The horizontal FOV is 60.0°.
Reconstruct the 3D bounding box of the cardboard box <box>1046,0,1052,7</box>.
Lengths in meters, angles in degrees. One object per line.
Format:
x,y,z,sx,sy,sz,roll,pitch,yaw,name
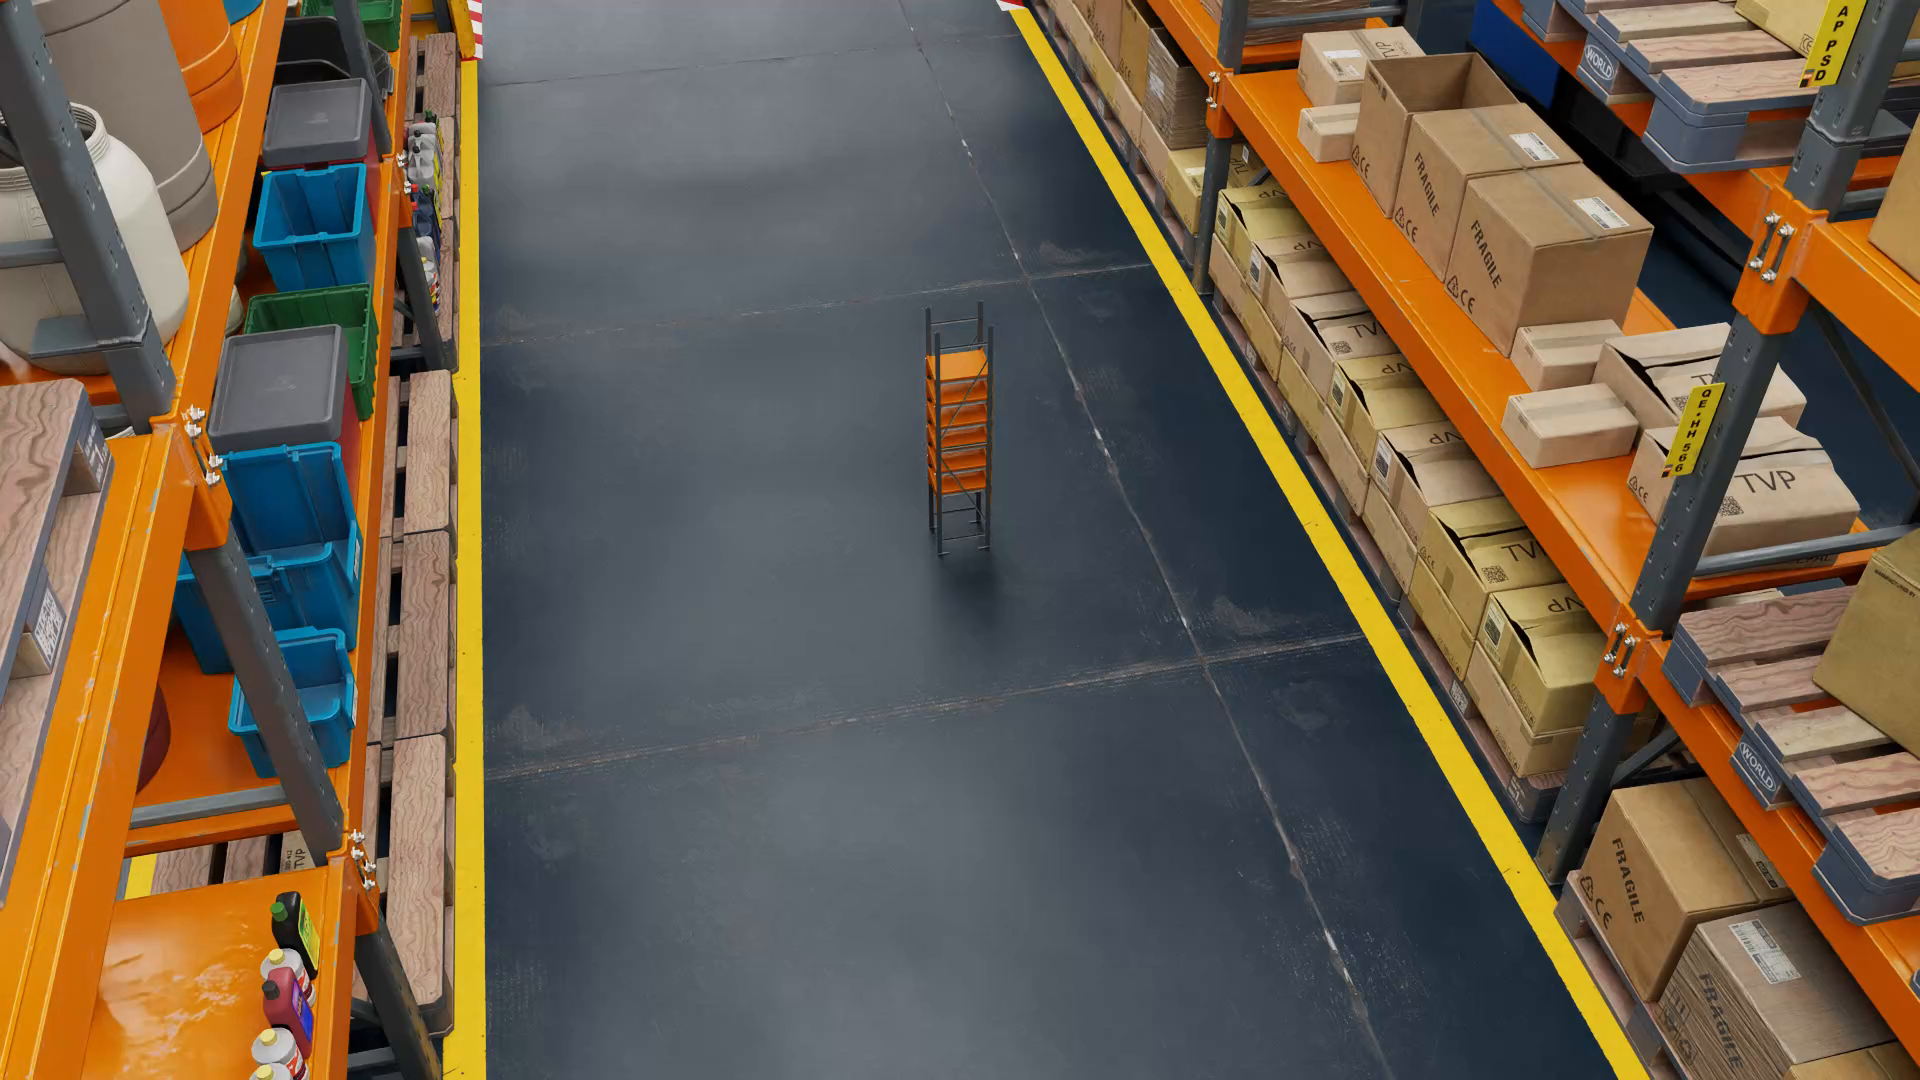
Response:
0.805,-3.894,11.414,0.500,0.250,0.500,-8,42,-9,cardboard box

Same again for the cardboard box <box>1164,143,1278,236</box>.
1.456,-1.950,9.224,0.500,0.250,0.500,-8,42,-9,cardboard box

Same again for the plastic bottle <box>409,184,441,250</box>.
-2.878,-1.724,8.878,0.144,0.351,0.185,-10,43,-11,plastic bottle

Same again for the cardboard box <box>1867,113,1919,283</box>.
2.760,-0.841,3.884,0.910,0.500,0.500,-8,42,-9,cardboard box

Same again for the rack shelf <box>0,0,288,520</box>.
-2.636,-1.401,5.133,1.077,0.370,4.000,-8,42,-9,rack shelf

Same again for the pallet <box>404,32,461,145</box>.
-3.699,-2.825,10.555,1.003,0.211,1.213,-8,42,-9,pallet

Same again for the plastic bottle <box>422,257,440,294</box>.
-2.753,-1.364,8.585,0.097,0.201,0.097,0,42,0,plastic bottle

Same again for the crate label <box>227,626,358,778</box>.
-1.929,0.484,4.853,0.303,0.233,0.416,-8,42,-9,crate label

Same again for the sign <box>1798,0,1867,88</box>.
2.089,-1.230,3.949,0.100,0.325,0.005,-8,42,-9,sign

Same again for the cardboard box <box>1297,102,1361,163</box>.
1.761,-1.855,7.551,0.380,0.149,0.250,-8,42,-9,cardboard box

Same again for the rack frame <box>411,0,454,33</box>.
-3.931,-4.438,10.271,1.000,3.000,0.127,-8,42,-9,rack frame

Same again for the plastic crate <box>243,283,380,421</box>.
-2.416,-0.677,6.195,0.450,0.188,0.662,-8,42,-9,plastic crate

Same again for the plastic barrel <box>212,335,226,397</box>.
-2.917,-0.768,6.036,0.433,0.535,0.433,0,42,0,plastic barrel

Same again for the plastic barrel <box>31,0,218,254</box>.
-2.170,-1.125,3.902,0.600,0.901,0.600,0,42,0,plastic barrel

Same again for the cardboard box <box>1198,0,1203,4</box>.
1.547,-3.217,8.821,0.700,0.500,0.500,-9,42,-10,cardboard box

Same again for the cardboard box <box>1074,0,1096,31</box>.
1.035,-3.529,10.437,0.500,0.500,0.500,-8,42,-9,cardboard box

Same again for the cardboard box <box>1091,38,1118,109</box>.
1.127,-2.922,10.319,0.500,0.250,0.500,-8,42,-9,cardboard box

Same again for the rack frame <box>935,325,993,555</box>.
0.017,-0.399,7.077,0.240,1.200,0.006,-8,42,-9,rack frame

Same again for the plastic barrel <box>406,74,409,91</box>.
-3.606,-2.924,10.124,0.421,0.512,0.421,0,42,0,plastic barrel

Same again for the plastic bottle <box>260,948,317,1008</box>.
-1.694,1.101,4.182,0.097,0.201,0.097,0,42,0,plastic bottle

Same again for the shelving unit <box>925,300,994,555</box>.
-0.003,-0.458,7.144,0.258,1.200,0.189,-8,42,-9,shelving unit

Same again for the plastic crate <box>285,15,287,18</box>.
-3.572,-2.468,8.164,0.499,0.251,0.616,-8,42,-9,plastic crate

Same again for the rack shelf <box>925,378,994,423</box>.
-0.003,-0.604,7.014,0.258,0.103,0.180,-8,42,-9,rack shelf

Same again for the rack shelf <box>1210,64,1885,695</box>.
2.201,-0.987,6.926,1.077,0.370,4.000,-8,42,-9,rack shelf

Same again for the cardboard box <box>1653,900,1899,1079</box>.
2.571,1.486,5.150,0.500,0.500,0.500,-10,43,-11,cardboard box

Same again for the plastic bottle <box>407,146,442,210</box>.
-2.969,-1.999,9.188,0.144,0.351,0.185,-9,42,-10,plastic bottle

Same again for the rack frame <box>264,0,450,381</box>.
-3.068,-1.845,7.350,1.000,3.000,0.127,-8,42,-9,rack frame

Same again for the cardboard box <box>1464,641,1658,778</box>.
2.281,0.606,6.345,0.500,0.250,0.500,-7,42,-8,cardboard box

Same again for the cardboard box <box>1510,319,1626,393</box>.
2.303,-0.684,6.232,0.380,0.149,0.250,-5,42,-6,cardboard box

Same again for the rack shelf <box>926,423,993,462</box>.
-0.003,-0.425,7.174,0.258,0.103,0.180,-8,42,-9,rack shelf

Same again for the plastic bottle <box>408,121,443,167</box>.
-3.079,-2.289,9.571,0.152,0.276,0.135,-8,42,-9,plastic bottle

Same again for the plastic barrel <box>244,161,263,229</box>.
-3.280,-1.738,6.853,0.600,0.901,0.708,-8,42,-9,plastic barrel

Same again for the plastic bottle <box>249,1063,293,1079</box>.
-1.623,1.313,3.942,0.097,0.201,0.097,0,42,0,plastic bottle

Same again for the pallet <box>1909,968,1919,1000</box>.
3.057,1.372,3.871,1.003,0.211,1.213,-8,42,-9,pallet

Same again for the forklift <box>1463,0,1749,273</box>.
4.146,-3.254,8.989,1.130,2.935,3.031,-11,43,-12,forklift

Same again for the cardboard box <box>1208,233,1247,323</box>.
1.615,-1.384,8.586,0.500,0.250,0.500,-9,42,-10,cardboard box

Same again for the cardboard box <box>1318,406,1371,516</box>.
1.947,-0.387,7.463,0.500,0.250,0.500,-8,42,-8,cardboard box

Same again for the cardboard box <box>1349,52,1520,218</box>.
2.033,-1.748,7.166,0.500,0.500,0.500,-6,42,-6,cardboard box

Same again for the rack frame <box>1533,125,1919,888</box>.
2.633,0.041,5.226,1.000,3.000,0.127,-8,42,-9,rack frame

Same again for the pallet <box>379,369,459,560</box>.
-2.861,-0.298,7.709,1.003,0.211,1.213,-8,42,-9,pallet

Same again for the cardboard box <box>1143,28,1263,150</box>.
1.359,-2.556,9.342,0.500,0.500,0.500,-8,42,-9,cardboard box

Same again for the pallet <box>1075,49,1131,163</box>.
1.372,-2.823,10.553,1.003,0.211,1.213,-8,42,-9,pallet

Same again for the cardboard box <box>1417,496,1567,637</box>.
2.161,0.062,6.535,0.500,0.311,0.500,-9,42,-10,cardboard box

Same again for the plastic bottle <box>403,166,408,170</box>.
-3.118,-2.018,9.322,0.097,0.201,0.097,0,42,0,plastic bottle

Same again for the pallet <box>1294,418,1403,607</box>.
2.233,-0.245,7.649,1.003,0.211,1.213,-8,42,-9,pallet

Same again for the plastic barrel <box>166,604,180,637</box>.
-2.635,0.070,5.109,0.421,0.512,0.421,0,42,0,plastic barrel

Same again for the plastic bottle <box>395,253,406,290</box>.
-2.909,-1.453,8.624,0.061,0.283,0.133,-8,42,-9,plastic bottle

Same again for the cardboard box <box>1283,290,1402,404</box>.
1.831,-0.926,7.648,0.500,0.311,0.500,-10,43,-11,cardboard box

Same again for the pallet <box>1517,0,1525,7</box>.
2.155,-2.162,5.591,1.003,0.211,1.213,-7,42,-7,pallet

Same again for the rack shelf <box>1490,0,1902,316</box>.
2.201,-2.108,5.930,1.077,0.370,4.000,-8,42,-9,rack shelf
